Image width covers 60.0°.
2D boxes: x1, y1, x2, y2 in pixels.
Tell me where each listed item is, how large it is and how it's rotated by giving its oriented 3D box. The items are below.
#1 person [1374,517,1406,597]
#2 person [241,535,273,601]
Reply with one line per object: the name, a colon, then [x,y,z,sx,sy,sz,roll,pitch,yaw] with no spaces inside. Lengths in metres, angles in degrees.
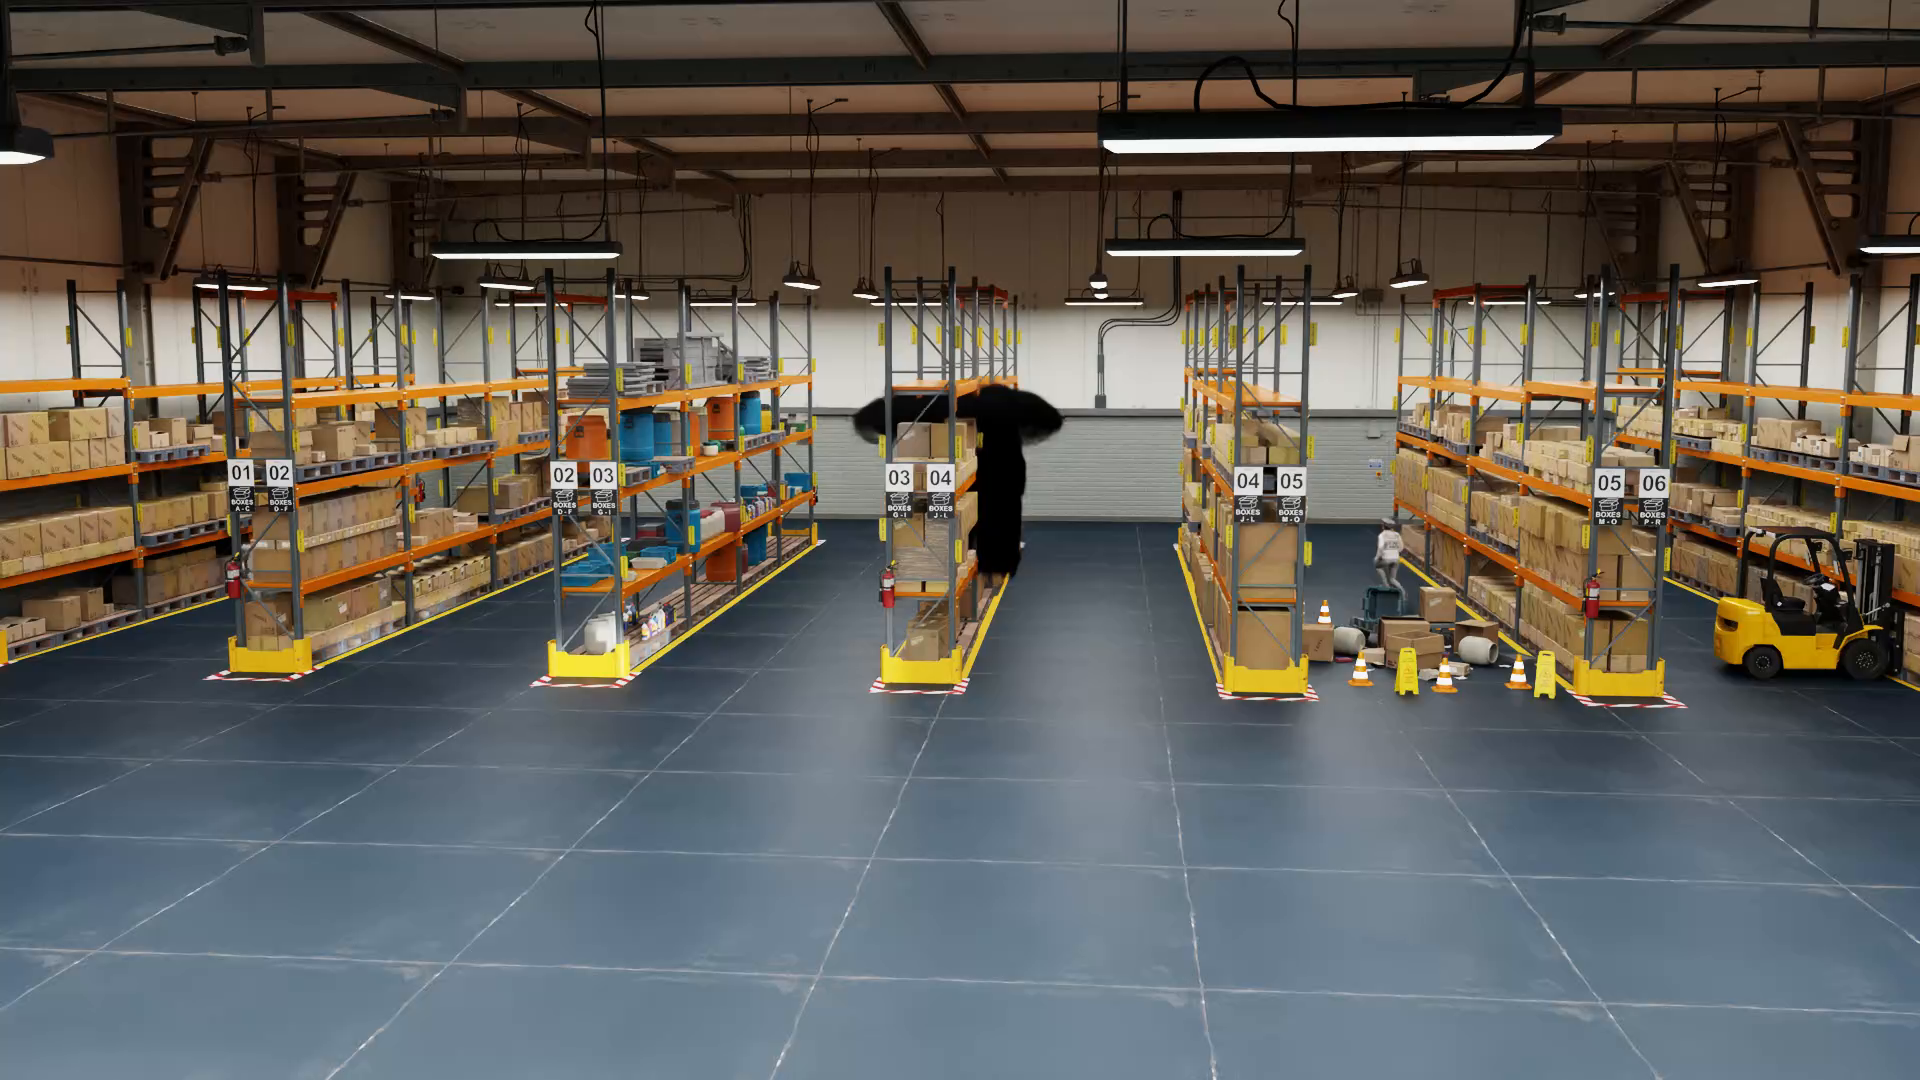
person: [8.091,0.381,31.259,0.610,1.579,0.835,-2,7,-15]
person: [-12.103,0.693,28.797,0.710,1.734,1.051,-1,7,-11]
